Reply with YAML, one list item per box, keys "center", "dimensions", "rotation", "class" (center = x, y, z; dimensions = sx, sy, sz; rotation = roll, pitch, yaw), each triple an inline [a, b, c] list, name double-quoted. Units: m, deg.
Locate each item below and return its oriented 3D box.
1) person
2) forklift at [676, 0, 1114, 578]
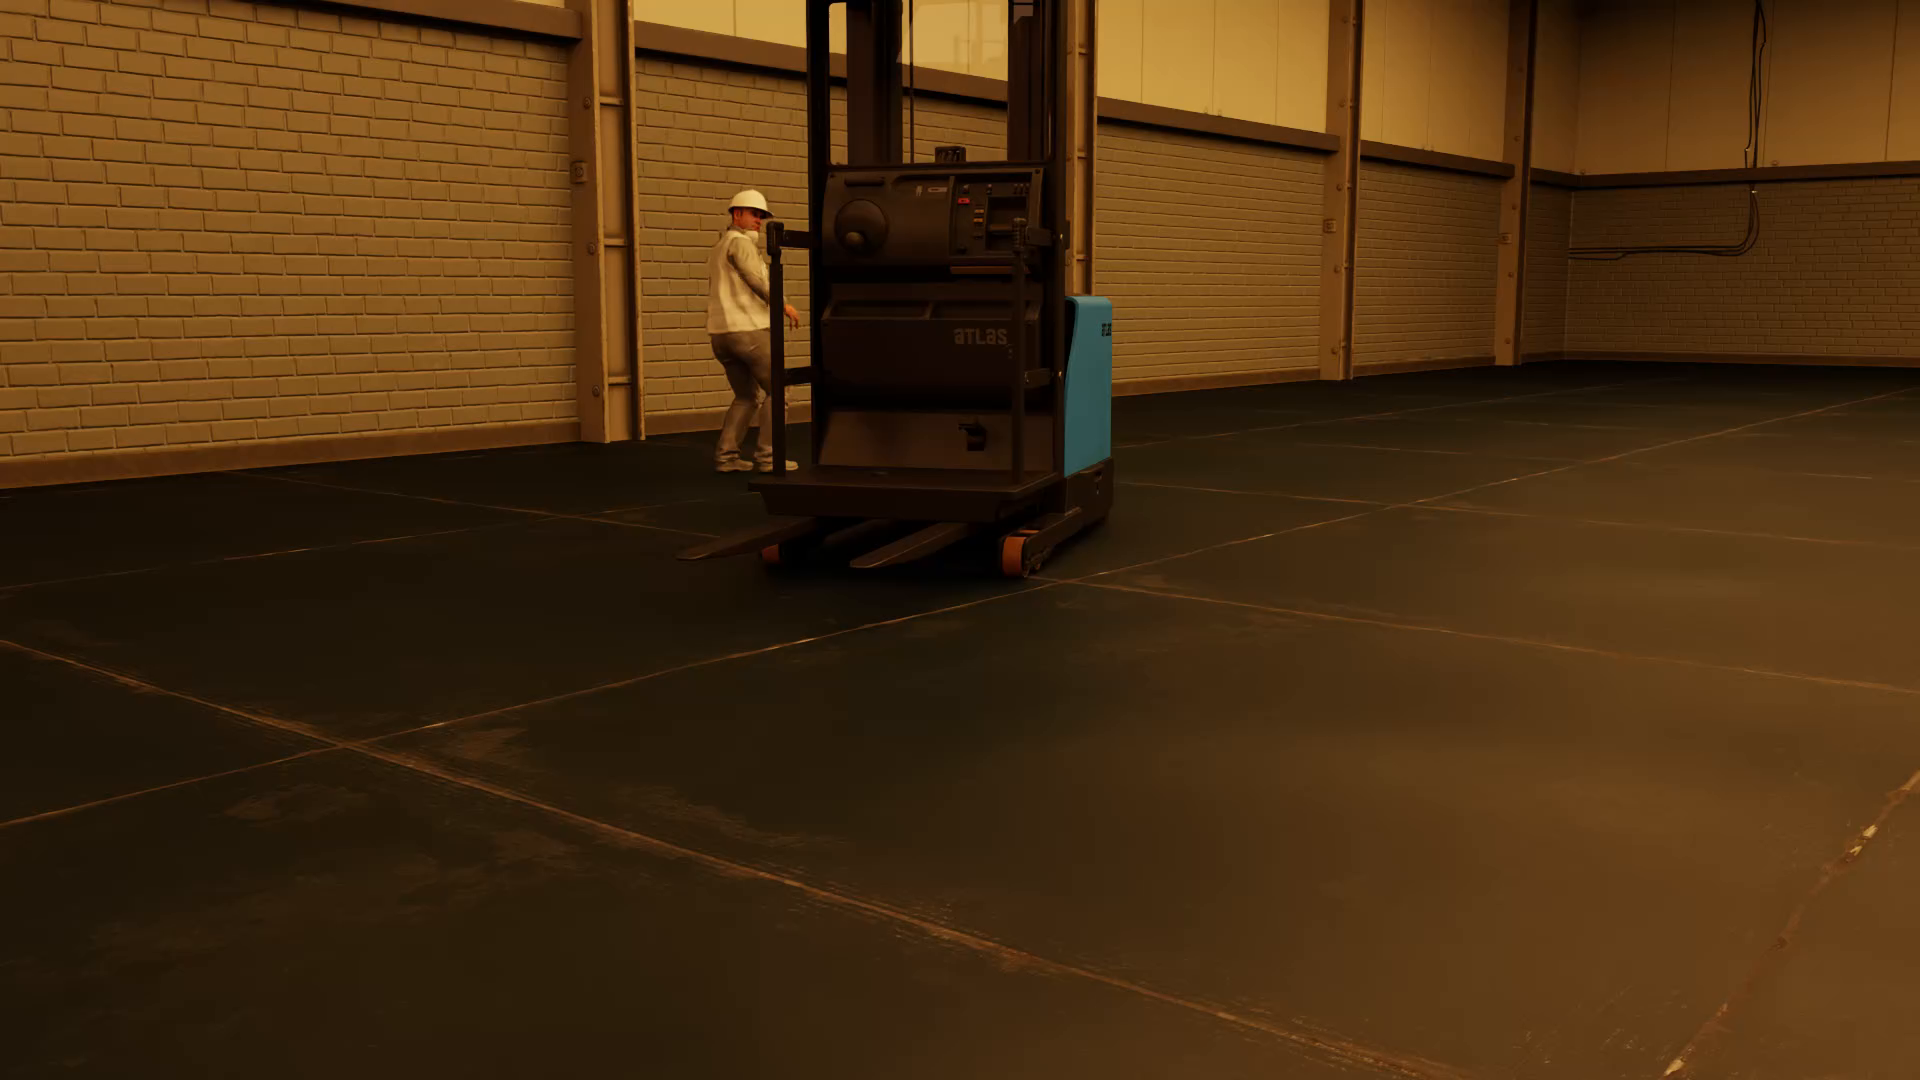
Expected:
- center: [-1.300, -1.269, 10.197]
  dimensions: [0.522, 1.727, 0.745]
  rotation: [-6, 10, -37]
  class: "person"
- center: [-0.176, -1.366, 6.616]
  dimensions: [1.130, 2.935, 3.031]
  rotation: [3, 9, 17]
  class: "forklift"
